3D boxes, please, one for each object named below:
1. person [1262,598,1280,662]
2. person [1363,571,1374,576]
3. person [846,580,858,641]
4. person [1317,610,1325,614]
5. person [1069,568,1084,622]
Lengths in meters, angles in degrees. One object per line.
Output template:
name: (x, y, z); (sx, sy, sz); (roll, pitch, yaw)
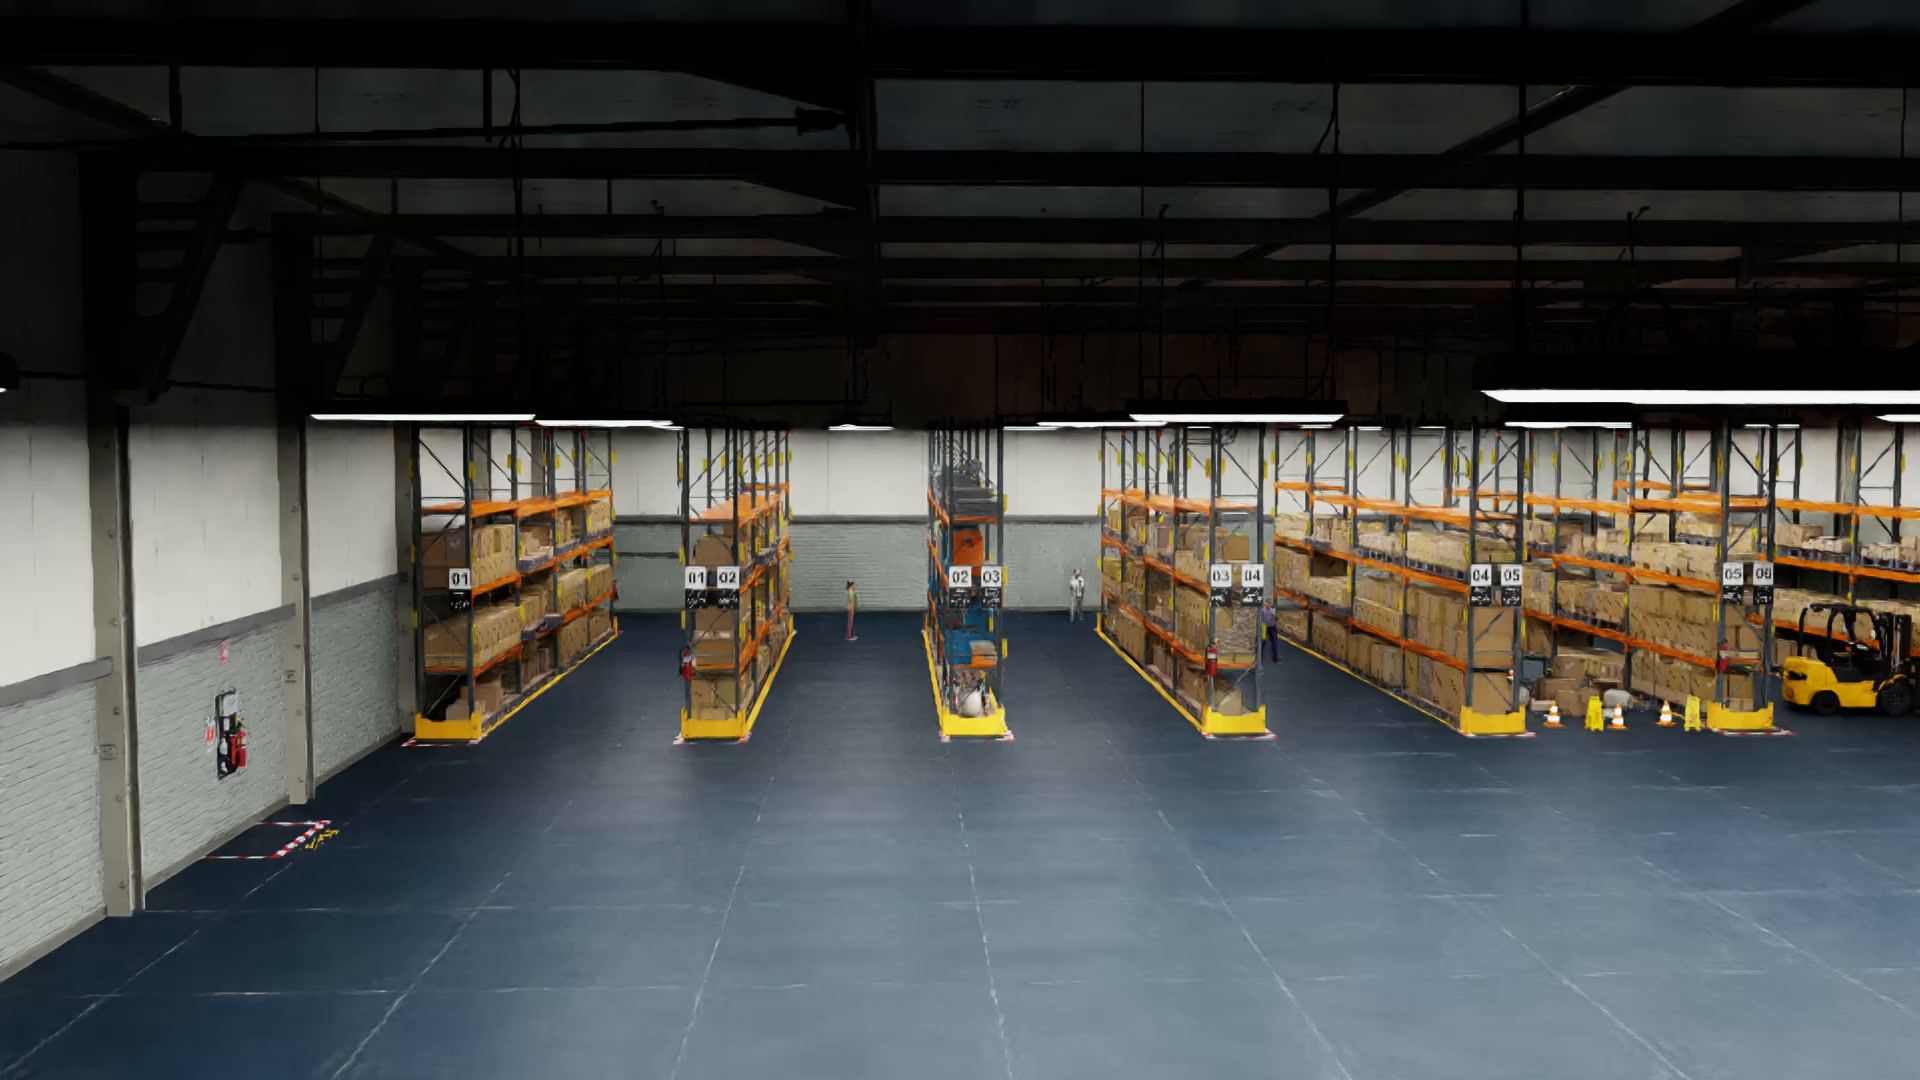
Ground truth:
person: (7.664, 2.214, 41.447); (0.479, 1.550, 1.080); (0, 4, 0)
person: (12.083, 1.728, 48.740); (0.550, 1.652, 0.595); (-2, 4, -28)
person: (-2.946, 1.910, 45.353); (0.390, 1.673, 0.557); (-1, 4, -14)
person: (11.261, 1.439, 52.184); (0.602, 1.774, 0.574); (-3, 5, -37)
person: (3.518, 1.640, 49.913); (0.443, 1.621, 0.993); (0, 4, 7)
